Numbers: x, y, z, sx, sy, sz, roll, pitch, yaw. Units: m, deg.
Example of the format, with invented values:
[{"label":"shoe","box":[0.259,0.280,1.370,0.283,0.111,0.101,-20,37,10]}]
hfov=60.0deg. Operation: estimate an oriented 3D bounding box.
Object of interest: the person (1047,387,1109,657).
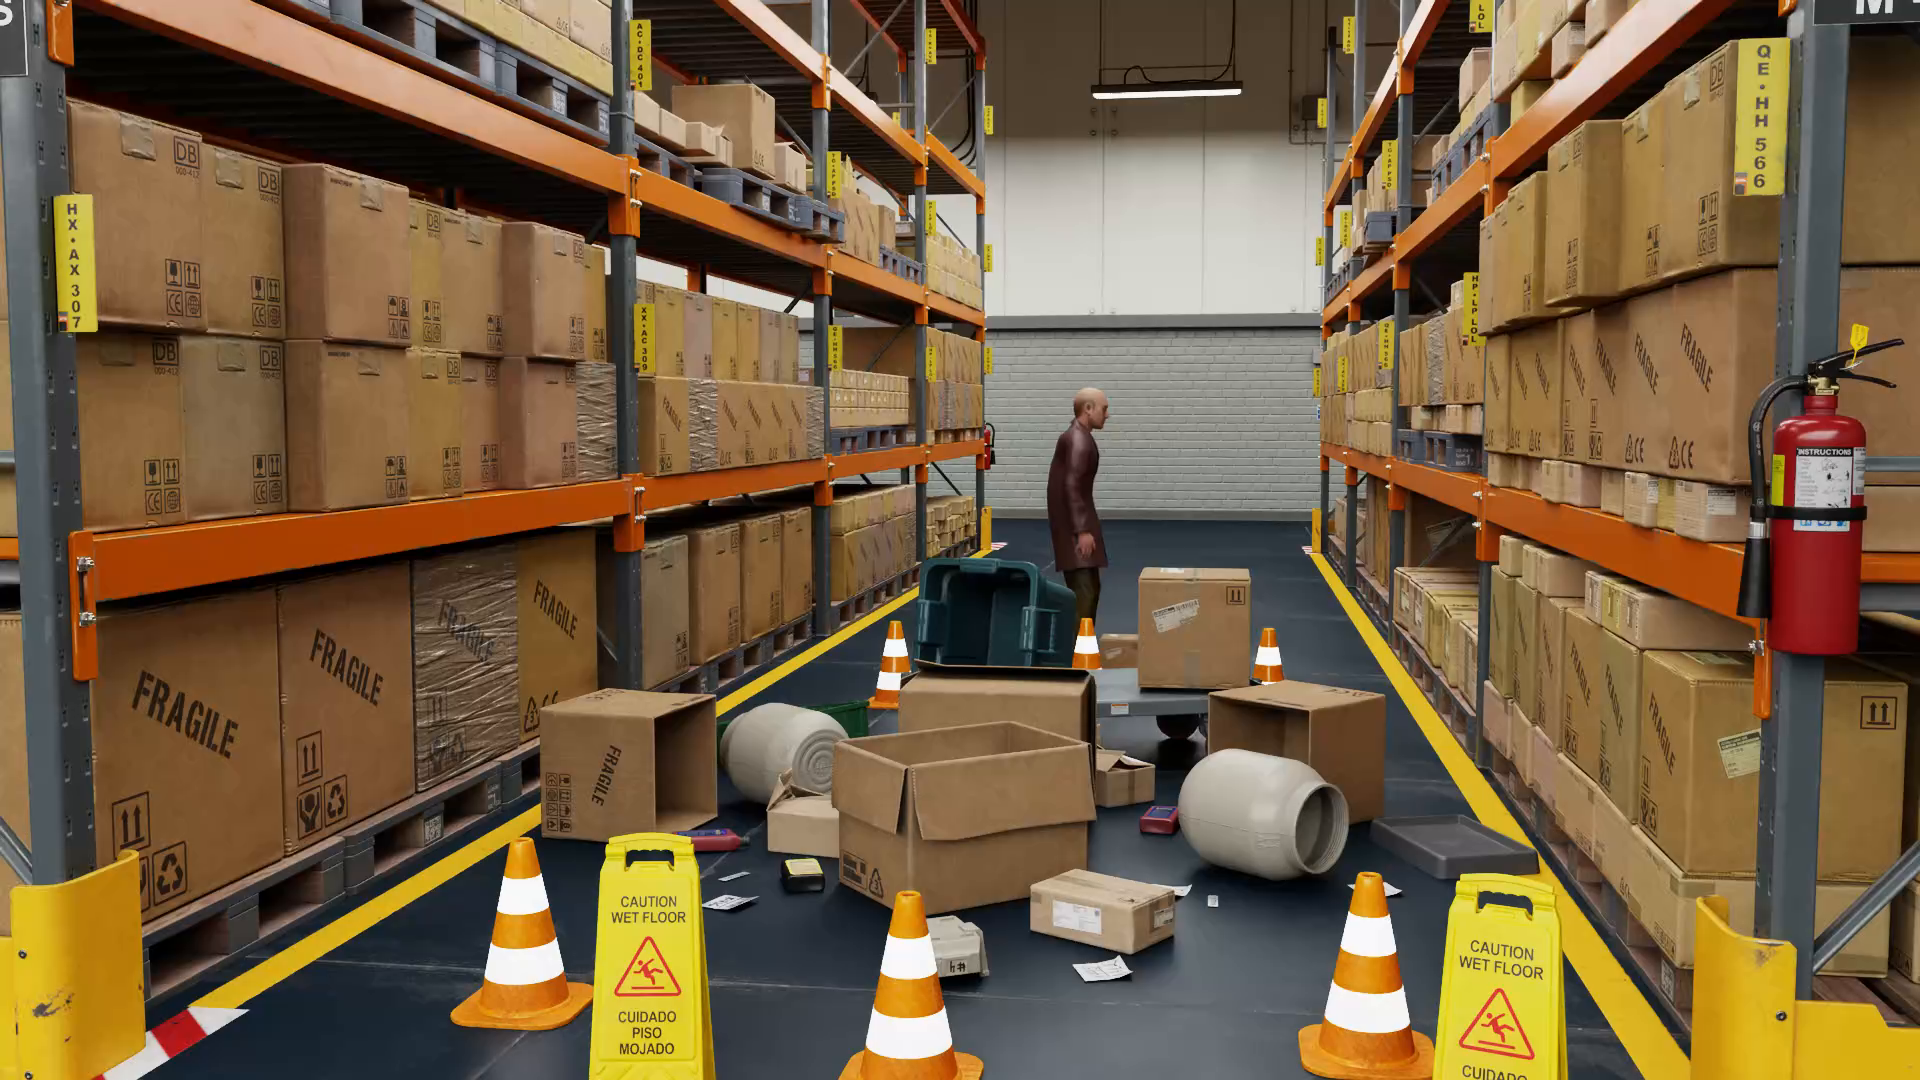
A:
[{"label":"person","box":[0.743,-0.044,10.175,0.429,1.772,0.644,0,4,6]}]
